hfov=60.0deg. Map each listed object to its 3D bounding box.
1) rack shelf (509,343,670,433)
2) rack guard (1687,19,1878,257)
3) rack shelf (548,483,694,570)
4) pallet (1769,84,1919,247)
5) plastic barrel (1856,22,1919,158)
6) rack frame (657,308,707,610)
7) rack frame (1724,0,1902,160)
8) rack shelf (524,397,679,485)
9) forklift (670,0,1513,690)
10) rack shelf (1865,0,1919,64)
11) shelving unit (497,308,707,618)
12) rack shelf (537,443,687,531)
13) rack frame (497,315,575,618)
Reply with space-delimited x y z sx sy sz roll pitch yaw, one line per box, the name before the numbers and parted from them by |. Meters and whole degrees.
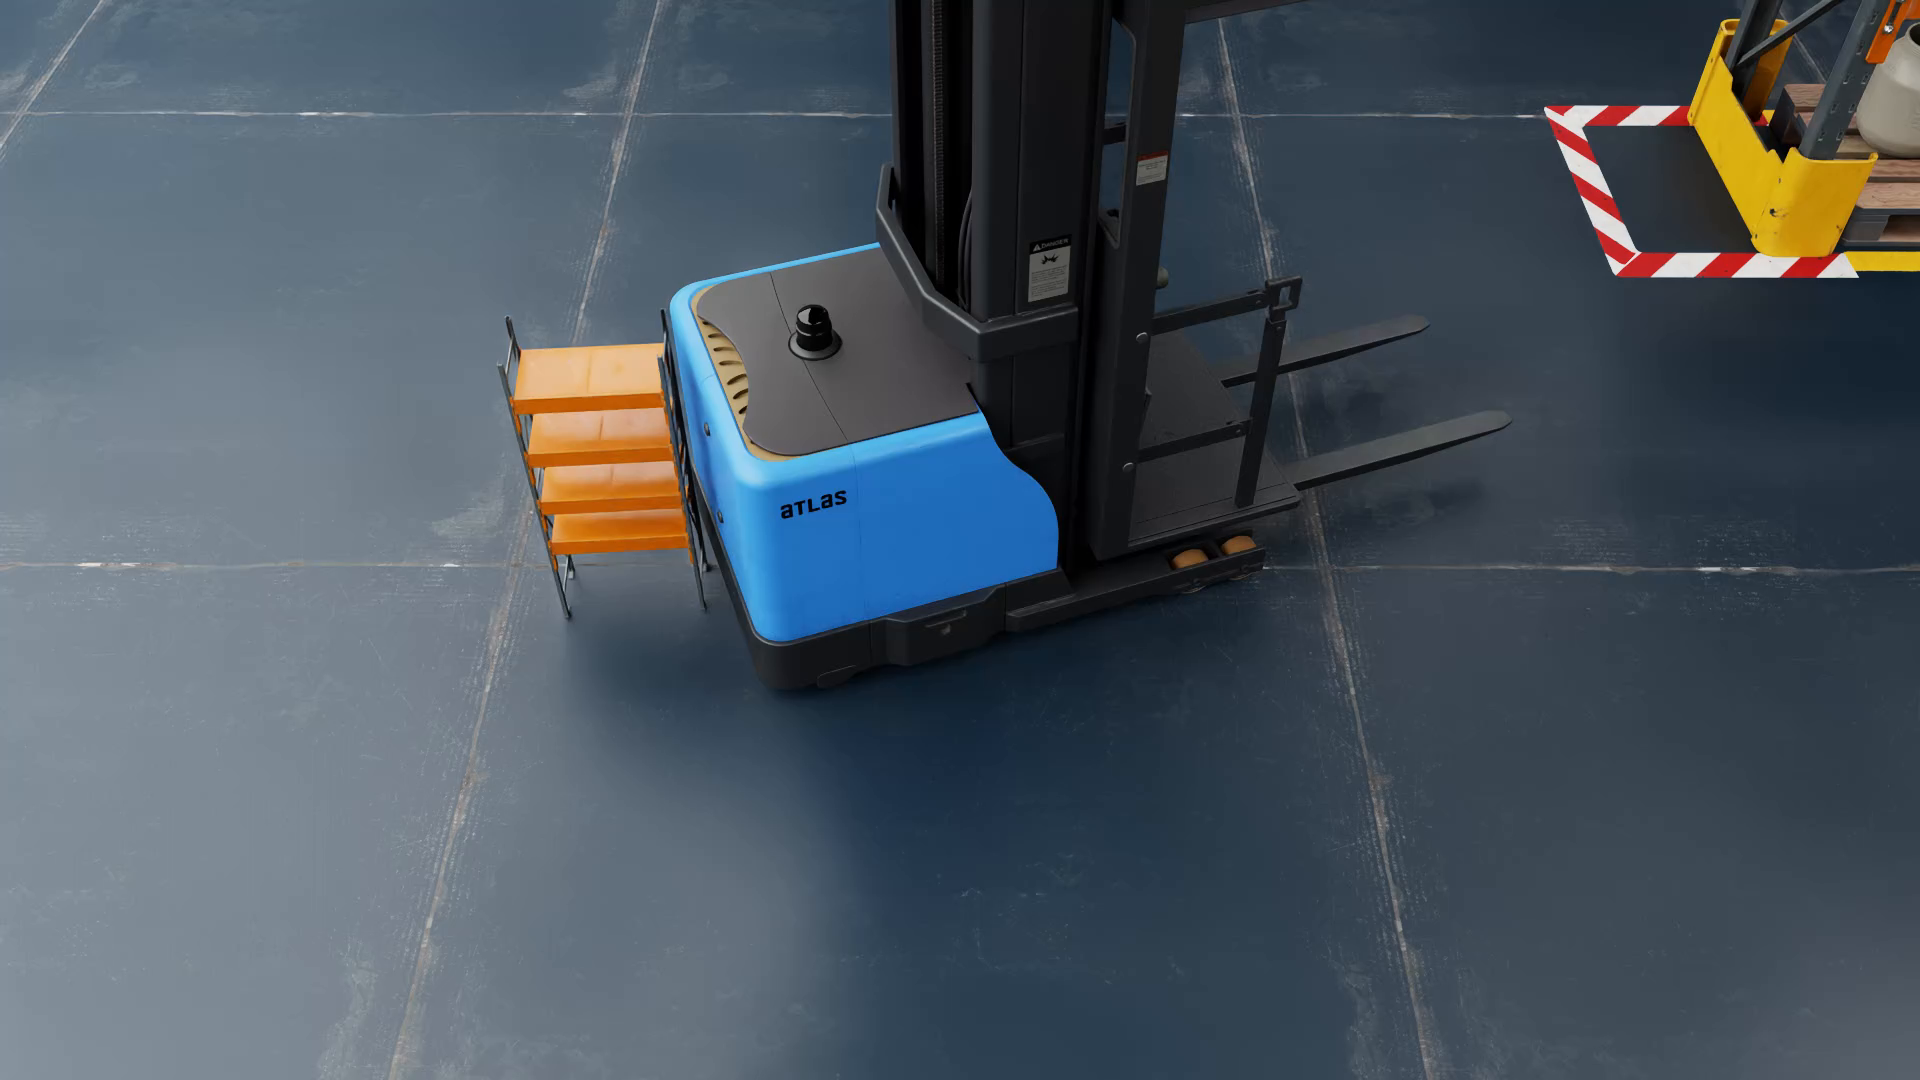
rack shelf | -1.181 -0.496 5.356 0.480 0.148 0.258 -3 47 -3
rack guard | 3.748 -1.862 7.642 0.348 0.500 1.175 0 47 0
rack shelf | -1.181 -0.048 5.838 0.480 0.148 0.258 -3 47 -3
pallet | 4.561 -1.758 7.742 1.213 0.211 1.003 0 47 0
plastic barrel | 4.331 -2.029 7.502 0.421 0.512 0.421 0 47 0
rack frame | -0.938 -0.242 5.655 0.015 1.200 0.240 -3 47 -3
rack frame | 3.672 -2.680 6.695 0.127 3.000 1.000 0 47 0
rack shelf | -1.181 -0.335 5.529 0.480 0.148 0.258 -3 47 -3
forklift | 0.585 -1.154 5.322 3.031 2.935 1.130 -15 49 -13
rack shelf | 5.672 -2.429 6.953 4.000 0.370 1.077 0 47 0
shelving unit | -1.181 -0.229 5.643 0.503 1.200 0.258 -3 47 -3
rack shelf | -1.181 -0.183 5.692 0.480 0.148 0.258 -3 47 -3
rack frame | -1.425 -0.215 5.631 0.015 1.200 0.240 -3 47 -3
